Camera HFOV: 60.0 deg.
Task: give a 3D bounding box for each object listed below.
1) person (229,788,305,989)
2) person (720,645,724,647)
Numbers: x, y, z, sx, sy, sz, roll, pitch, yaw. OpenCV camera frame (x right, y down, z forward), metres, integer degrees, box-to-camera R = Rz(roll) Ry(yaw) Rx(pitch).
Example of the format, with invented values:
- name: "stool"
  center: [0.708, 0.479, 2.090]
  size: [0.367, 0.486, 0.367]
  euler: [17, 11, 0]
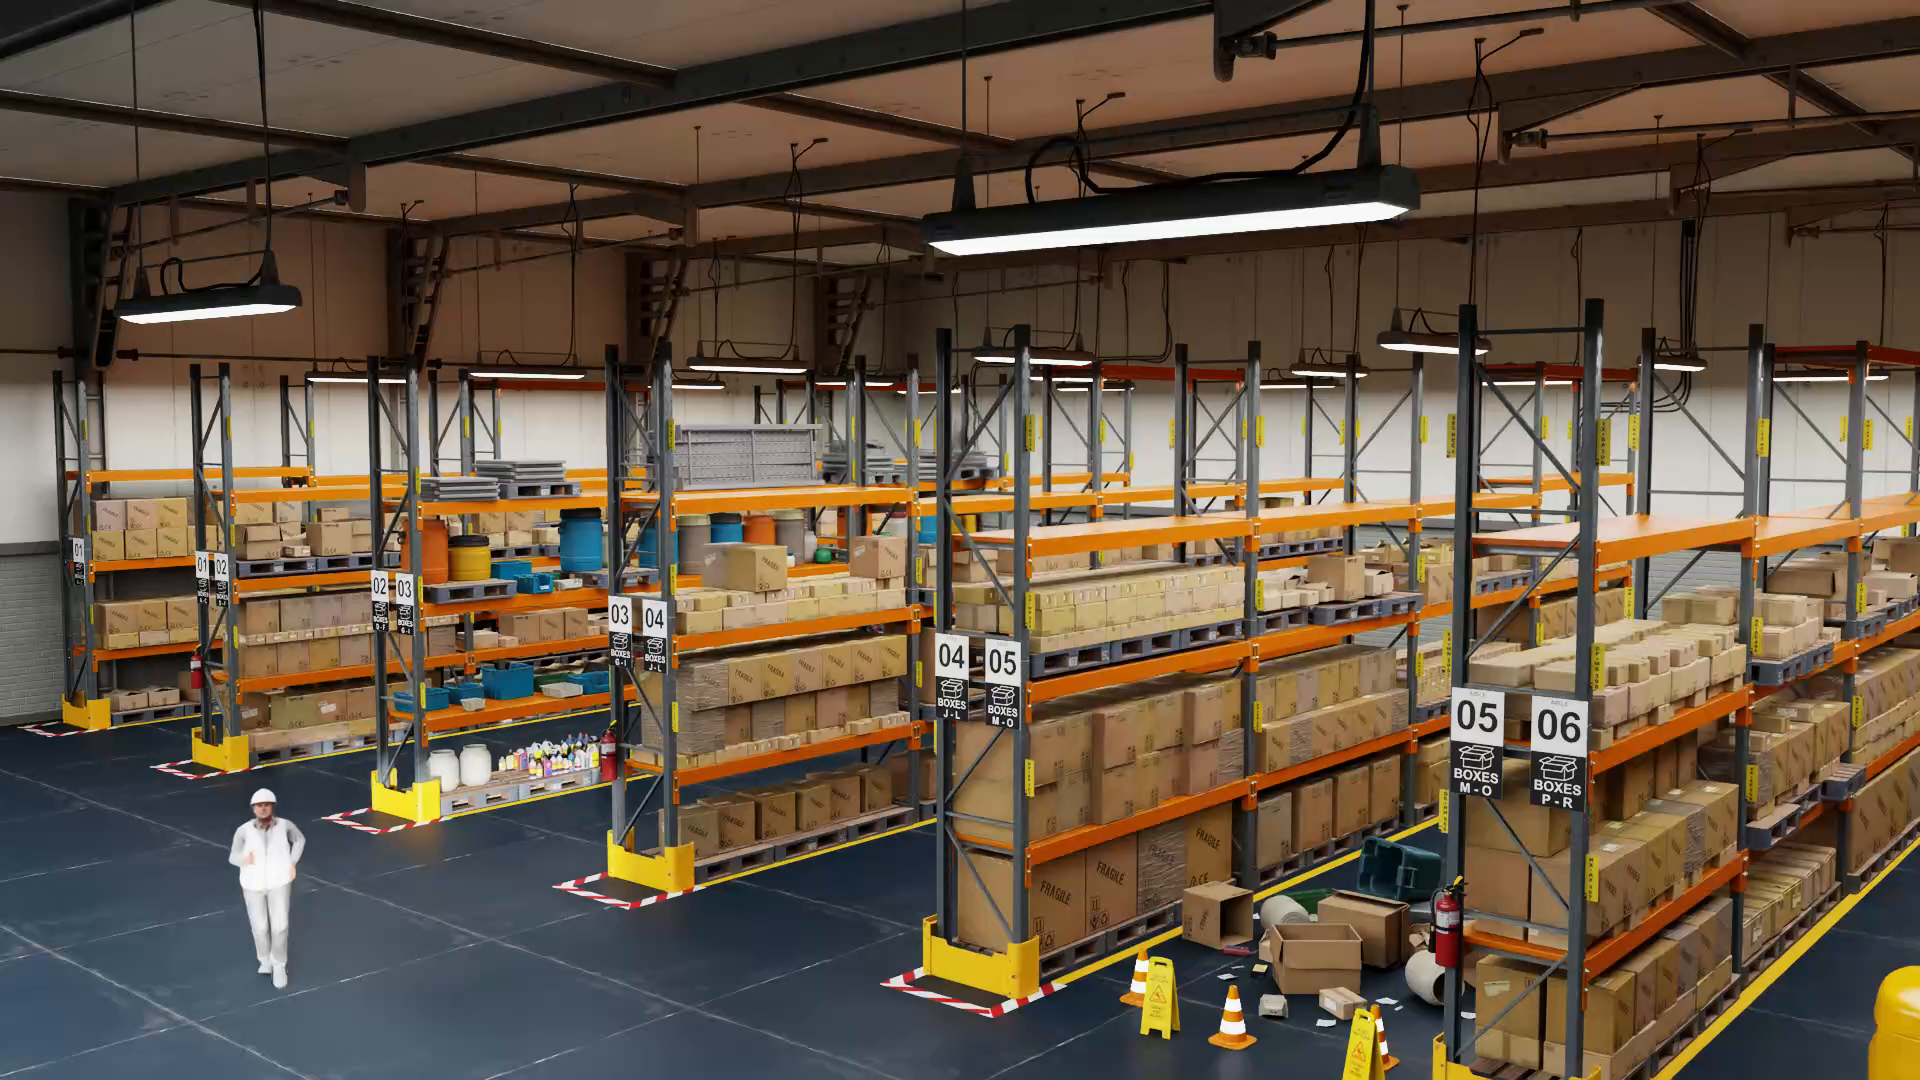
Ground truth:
- name: "person"
  center: [-6.343, 3.186, 15.234]
  size: [0.637, 1.813, 0.711]
  euler: [-1, 4, -18]
- name: "person"
  center: [-4.497, 2.200, 28.770]
  size: [0.671, 1.829, 0.762]
  euler: [3, 5, 38]
